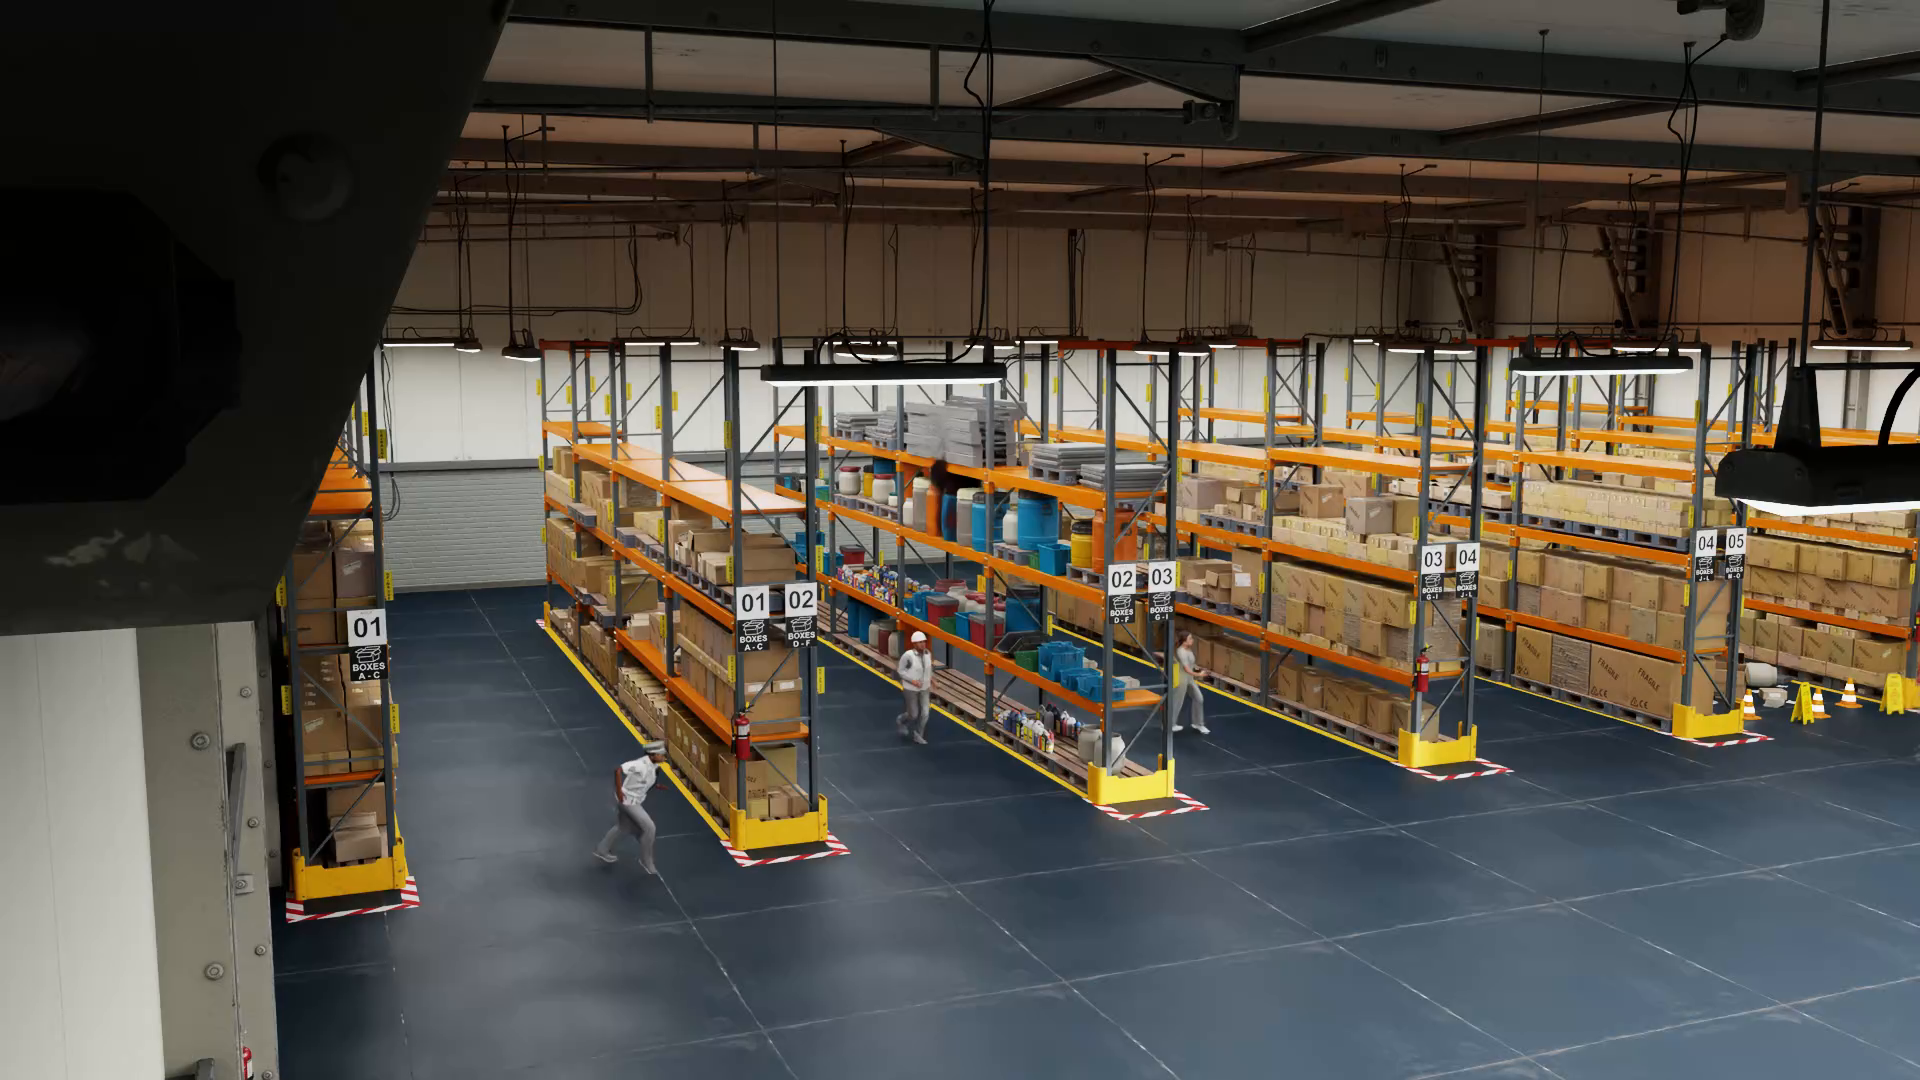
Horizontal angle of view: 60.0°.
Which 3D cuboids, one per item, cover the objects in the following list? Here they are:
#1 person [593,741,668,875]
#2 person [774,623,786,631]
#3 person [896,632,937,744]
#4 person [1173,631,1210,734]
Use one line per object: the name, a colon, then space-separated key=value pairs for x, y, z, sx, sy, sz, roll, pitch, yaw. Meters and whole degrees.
person: x=-3.830 y=3.098 z=19.214 sx=0.954 sy=1.618 sz=0.621 roll=2 pitch=8 yaw=16
person: x=-3.110 y=1.745 z=28.597 sx=0.644 sy=1.784 sz=0.694 roll=-4 pitch=8 yaw=-28
person: x=-0.693 y=2.217 z=25.215 sx=0.656 sy=1.726 sz=0.756 roll=-5 pitch=9 yaw=-31
person: x=3.455 y=2.189 z=25.551 sx=0.712 sy=1.664 sz=0.569 roll=3 pitch=8 yaw=22
